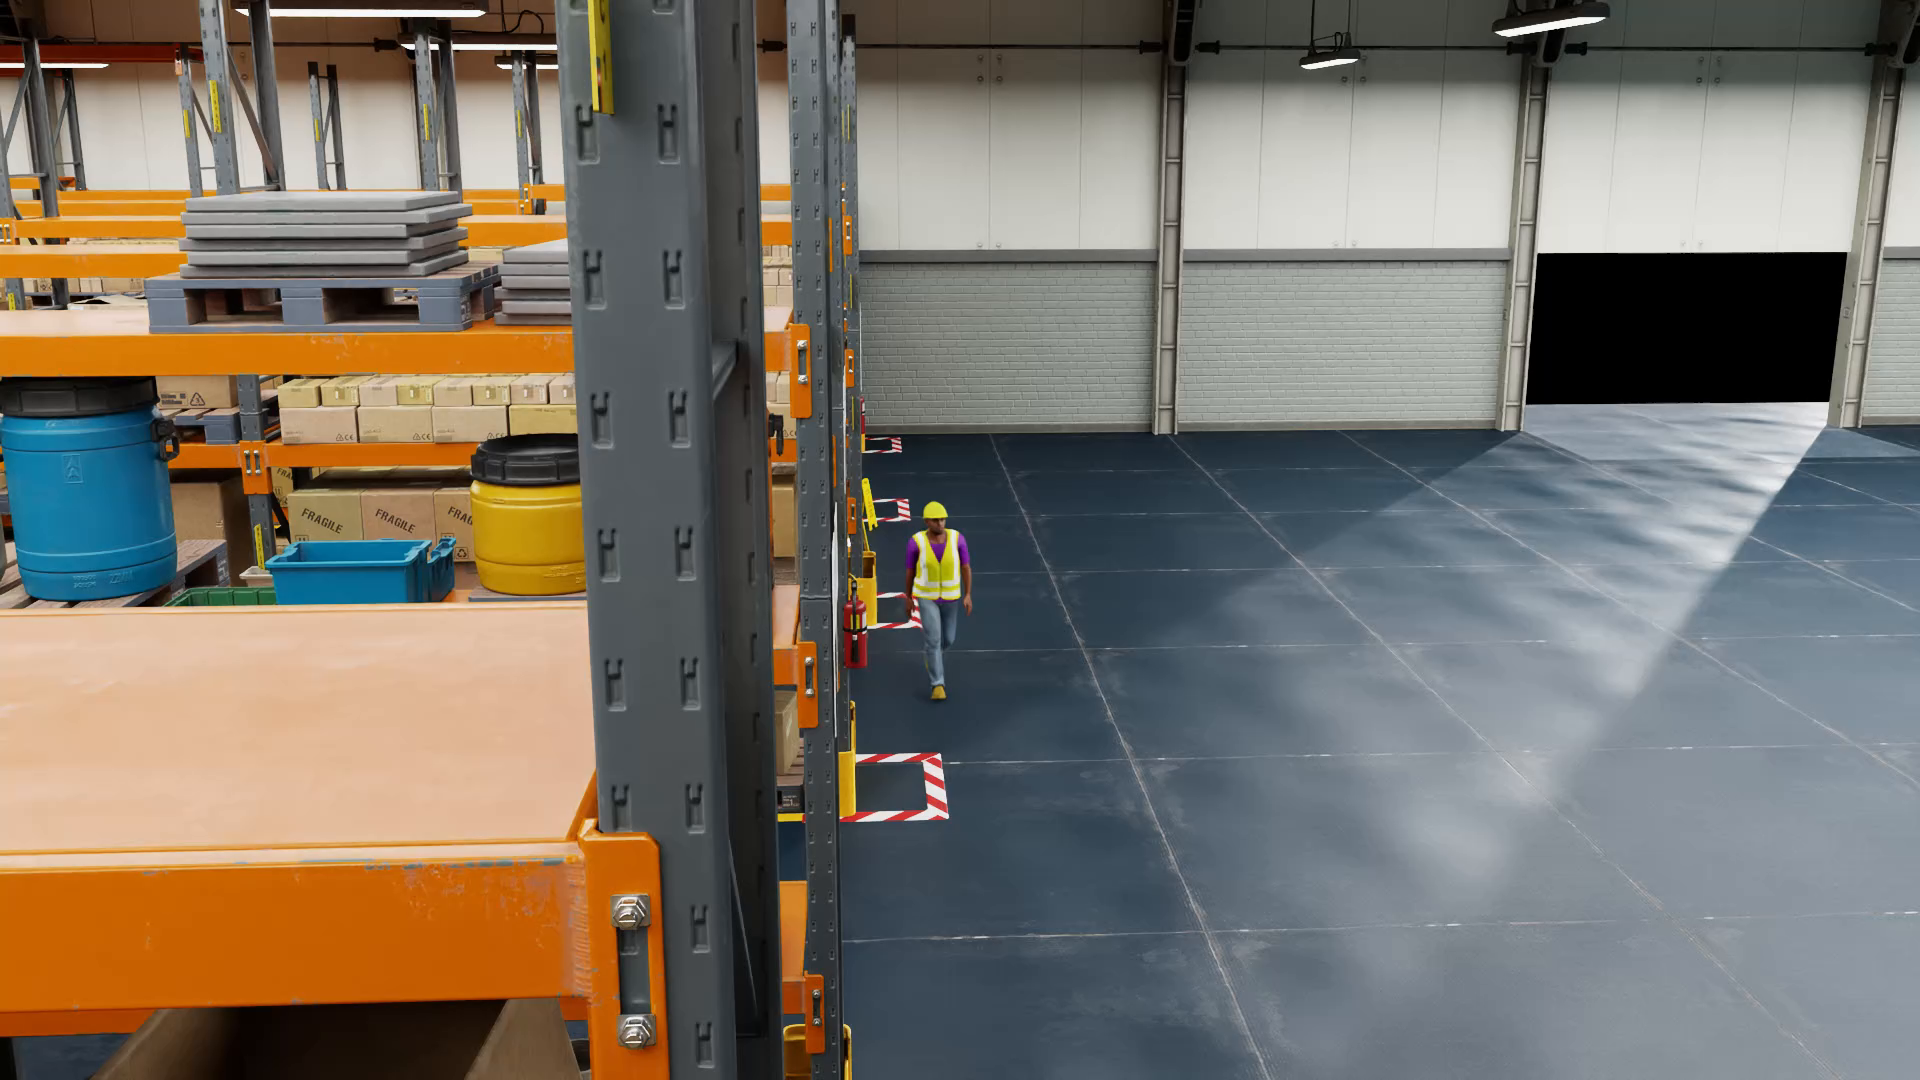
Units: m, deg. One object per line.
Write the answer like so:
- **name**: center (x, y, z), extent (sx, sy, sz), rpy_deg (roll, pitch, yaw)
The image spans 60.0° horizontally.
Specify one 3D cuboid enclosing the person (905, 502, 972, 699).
- **person**: center (-0.199, 0.491, 14.880), extent (0.584, 1.738, 0.937), rpy_deg (-3, 14, -14)
